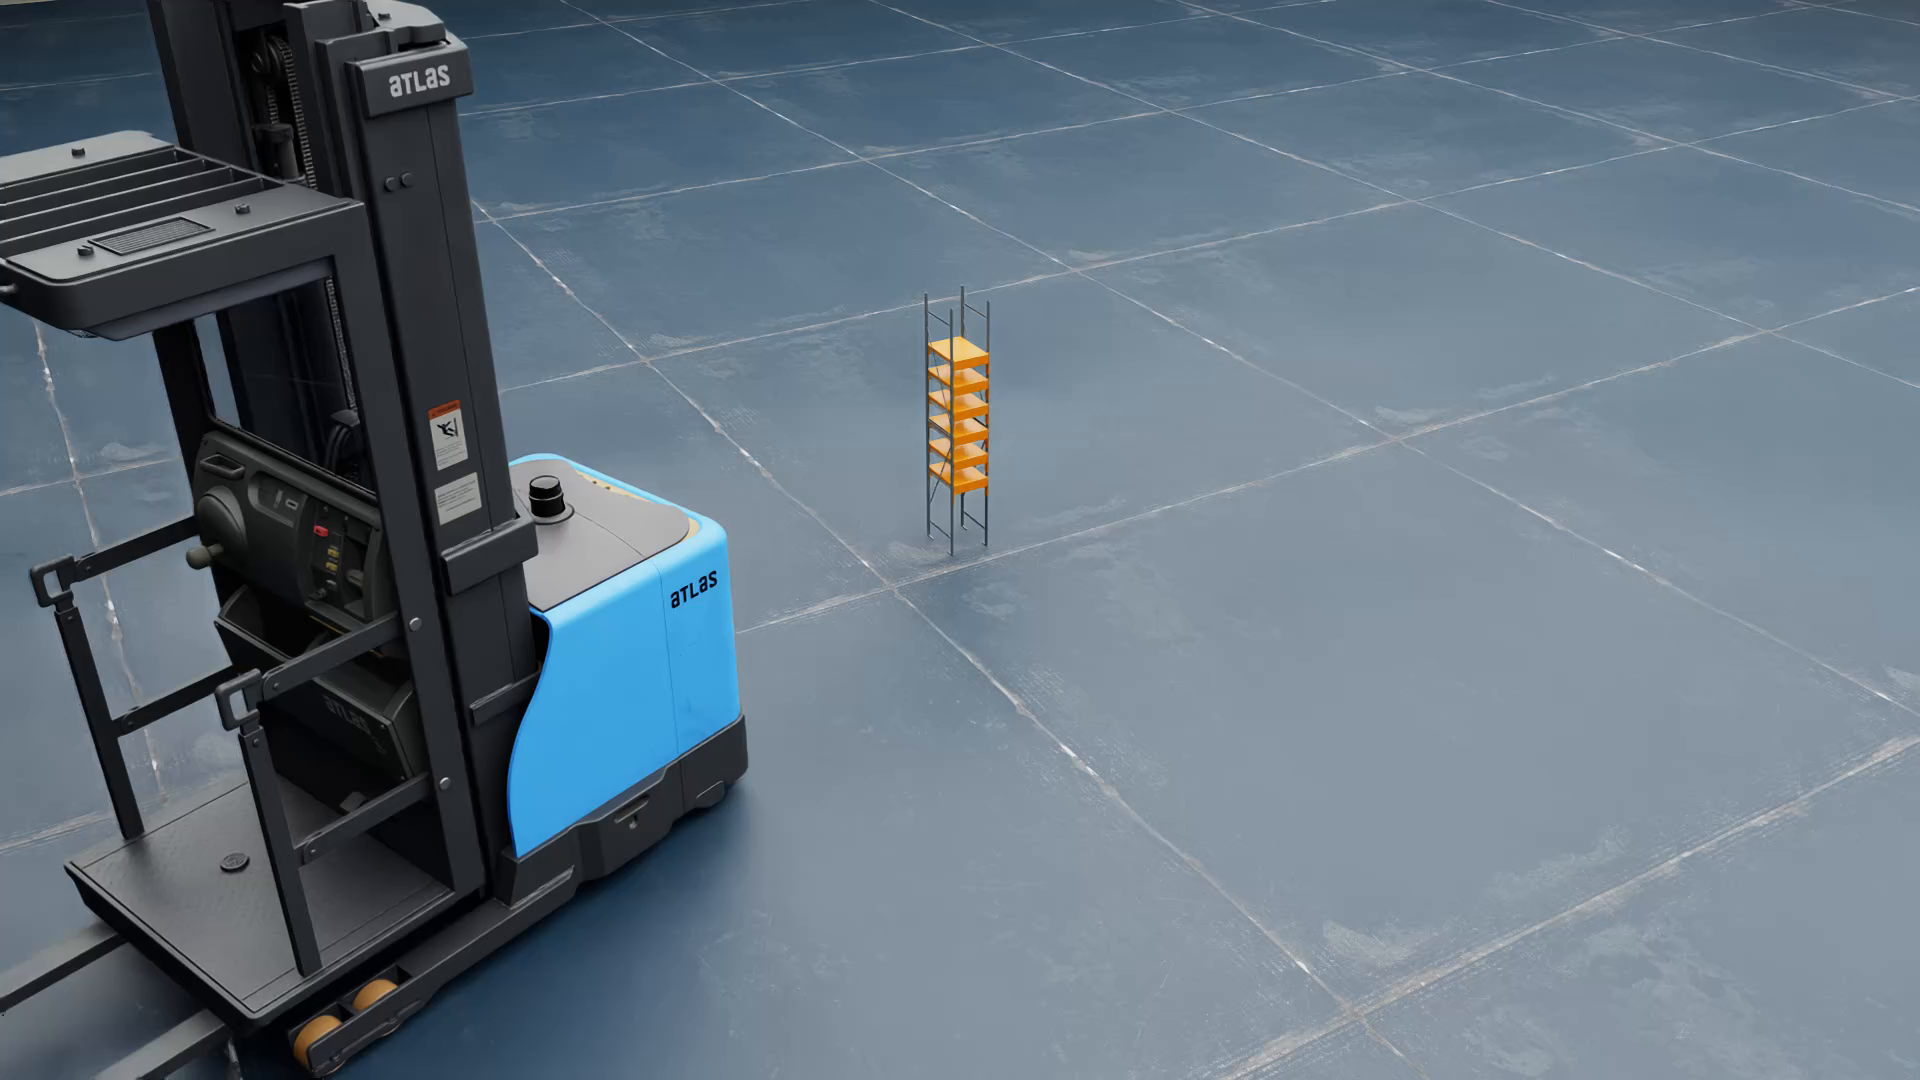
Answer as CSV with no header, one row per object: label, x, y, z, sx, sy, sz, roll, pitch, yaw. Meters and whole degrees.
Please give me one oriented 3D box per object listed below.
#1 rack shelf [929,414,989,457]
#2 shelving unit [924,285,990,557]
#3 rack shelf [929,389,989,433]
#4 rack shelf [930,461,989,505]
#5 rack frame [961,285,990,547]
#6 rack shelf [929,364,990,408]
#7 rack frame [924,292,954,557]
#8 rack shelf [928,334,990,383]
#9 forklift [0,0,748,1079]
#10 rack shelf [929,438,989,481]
rack shelf,-0.012,-0.483,7.475,0.180,0.103,0.258,-16,33,-26
shelving unit,-0.012,-0.522,7.454,0.189,1.200,0.258,-16,33,-26
rack shelf,-0.012,-0.588,7.417,0.180,0.103,0.258,-16,33,-26
rack shelf,-0.012,-0.273,7.591,0.180,0.103,0.258,-16,33,-26
rack frame,0.066,-0.544,7.494,0.006,1.200,0.240,-16,33,-26
rack shelf,-0.012,-0.693,7.359,0.180,0.103,0.258,-16,33,-26
rack frame,-0.091,-0.499,7.413,0.006,1.200,0.240,-16,33,-26
rack shelf,-0.012,-0.798,7.301,0.180,0.103,0.258,-16,33,-26
forklift,-2.085,0.018,4.685,1.130,2.935,3.031,21,35,33
rack shelf,-0.012,-0.378,7.533,0.180,0.103,0.258,-16,33,-26
